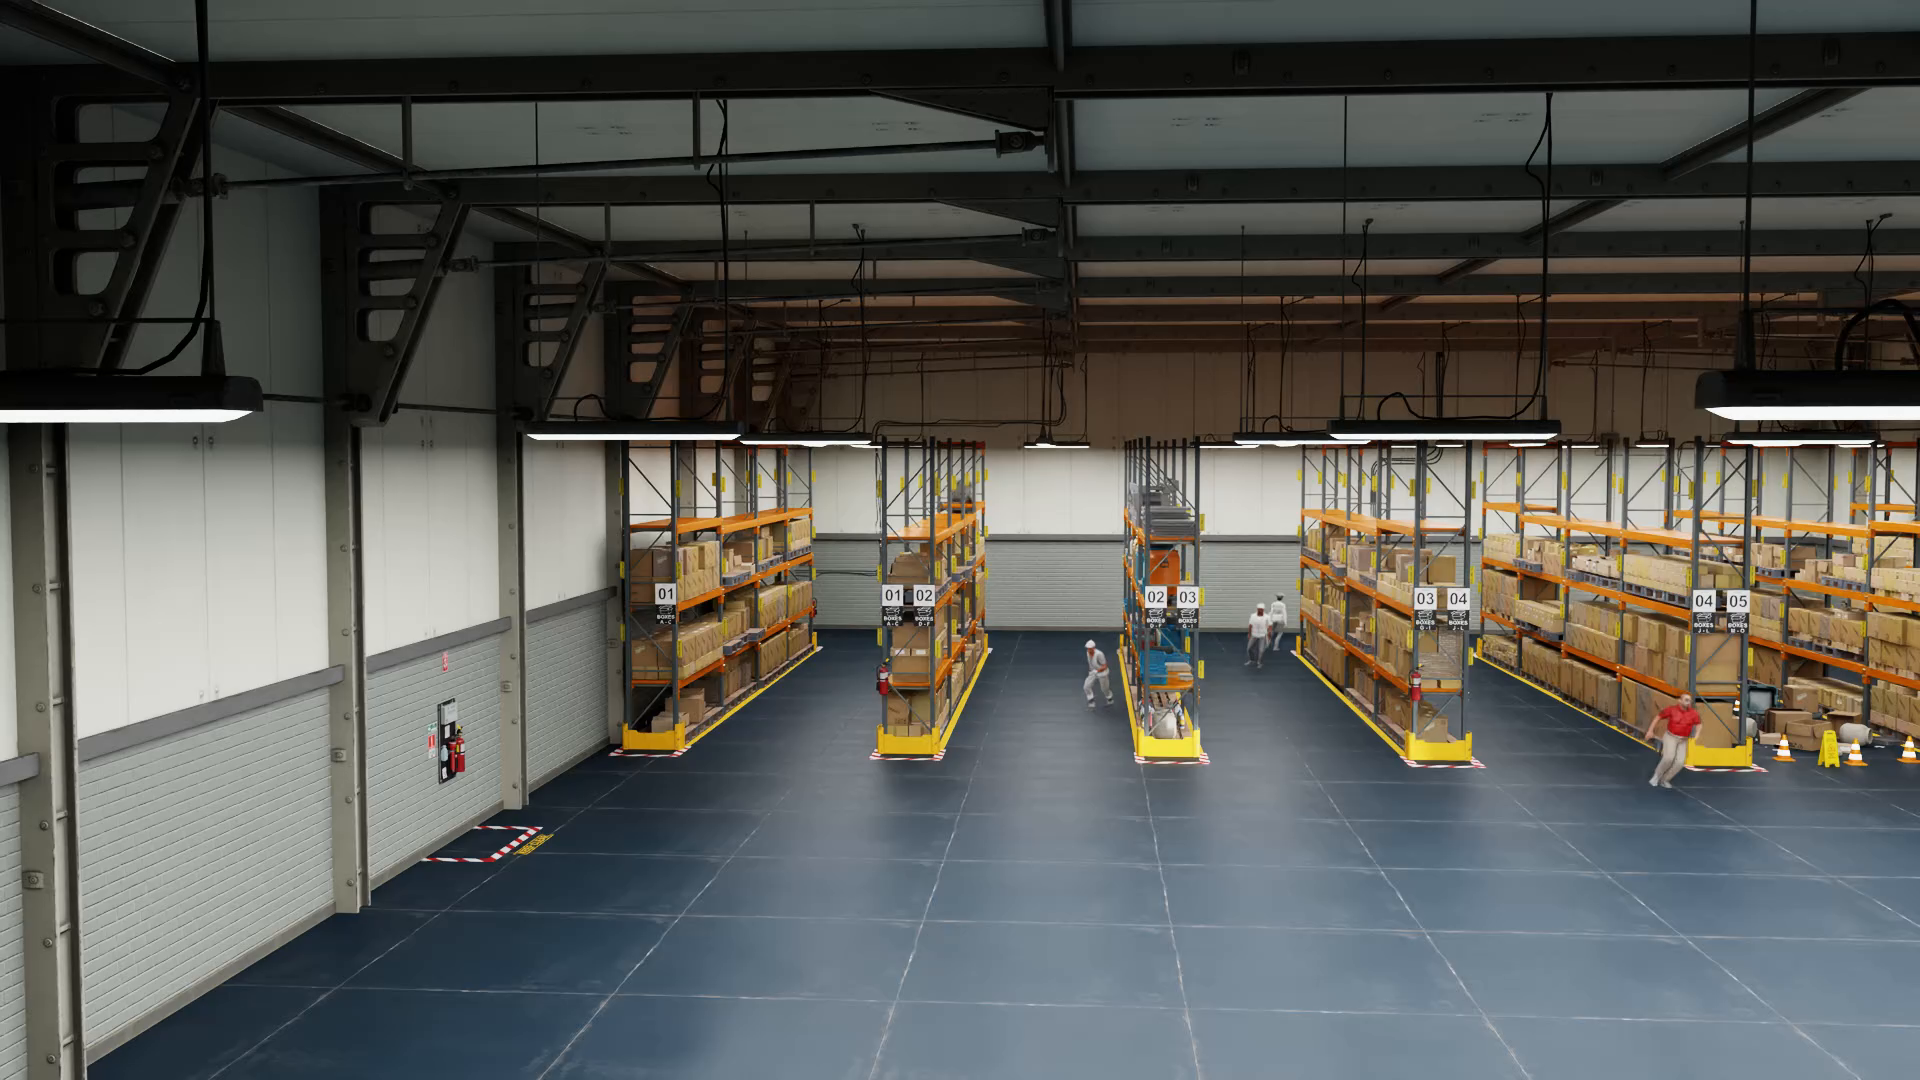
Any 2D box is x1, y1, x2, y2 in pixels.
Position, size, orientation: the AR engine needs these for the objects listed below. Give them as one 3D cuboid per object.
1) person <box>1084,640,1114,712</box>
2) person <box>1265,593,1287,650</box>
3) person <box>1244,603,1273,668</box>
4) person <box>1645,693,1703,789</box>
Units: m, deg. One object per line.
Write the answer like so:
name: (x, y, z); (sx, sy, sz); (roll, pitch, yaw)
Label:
person: (3.071, 2.944, 36.341); (0.687, 1.584, 1.106); (3, 4, 43)
person: (9.026, 2.350, 47.639); (0.663, 1.637, 0.476); (2, 4, 35)
person: (7.810, 2.517, 43.680); (0.785, 1.730, 0.568); (1, 3, 23)
person: (12.164, 3.424, 28.177); (0.864, 1.657, 0.632); (0, 3, -6)
